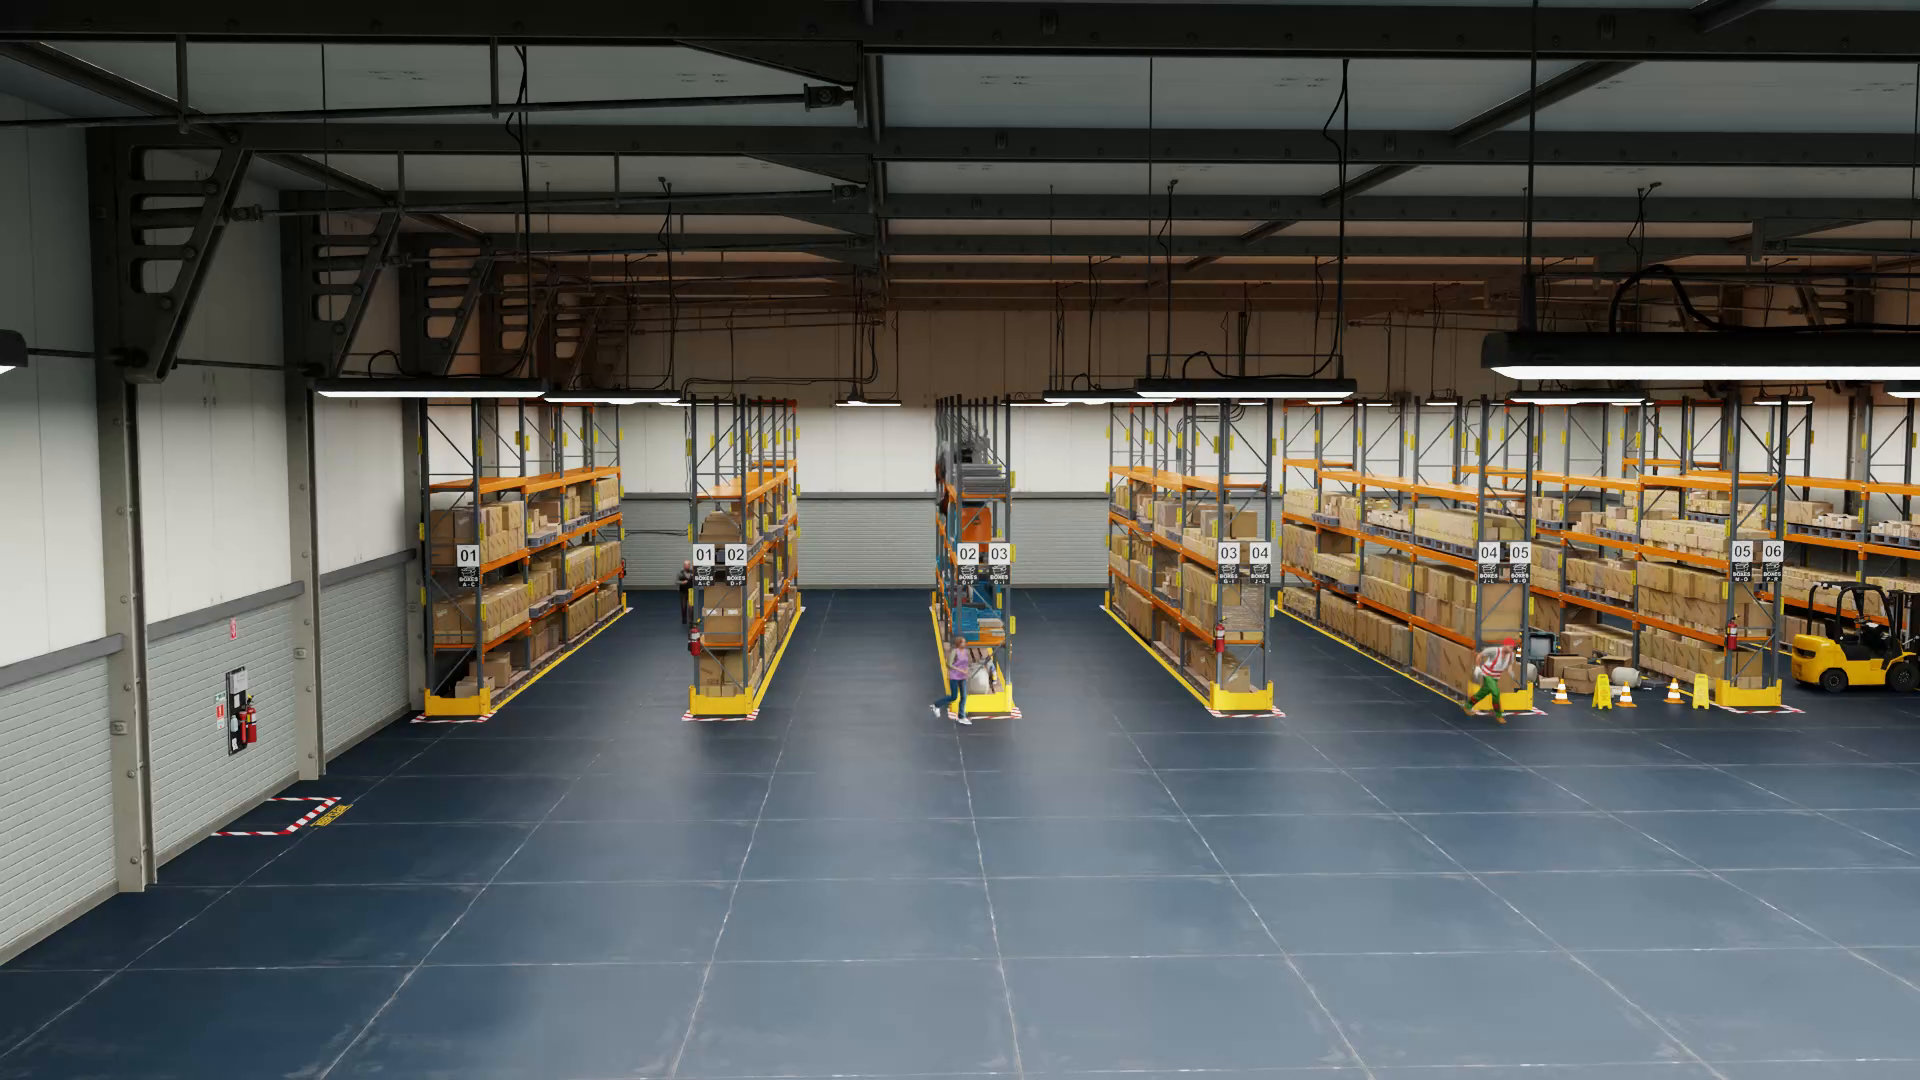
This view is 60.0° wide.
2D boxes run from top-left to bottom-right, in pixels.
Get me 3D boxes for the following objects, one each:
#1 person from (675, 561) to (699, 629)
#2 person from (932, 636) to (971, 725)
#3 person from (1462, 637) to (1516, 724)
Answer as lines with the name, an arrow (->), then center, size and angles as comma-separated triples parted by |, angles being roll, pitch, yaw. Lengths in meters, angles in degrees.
person -> -7.141, 1.409, 43.547 | 0.645, 1.732, 0.947 | -1, 5, -13
person -> -0.057, 2.544, 30.430 | 0.815, 1.584, 0.583 | 4, 6, 38
person -> 9.710, 2.524, 30.477 | 0.674, 1.591, 1.151 | -2, 5, -25
